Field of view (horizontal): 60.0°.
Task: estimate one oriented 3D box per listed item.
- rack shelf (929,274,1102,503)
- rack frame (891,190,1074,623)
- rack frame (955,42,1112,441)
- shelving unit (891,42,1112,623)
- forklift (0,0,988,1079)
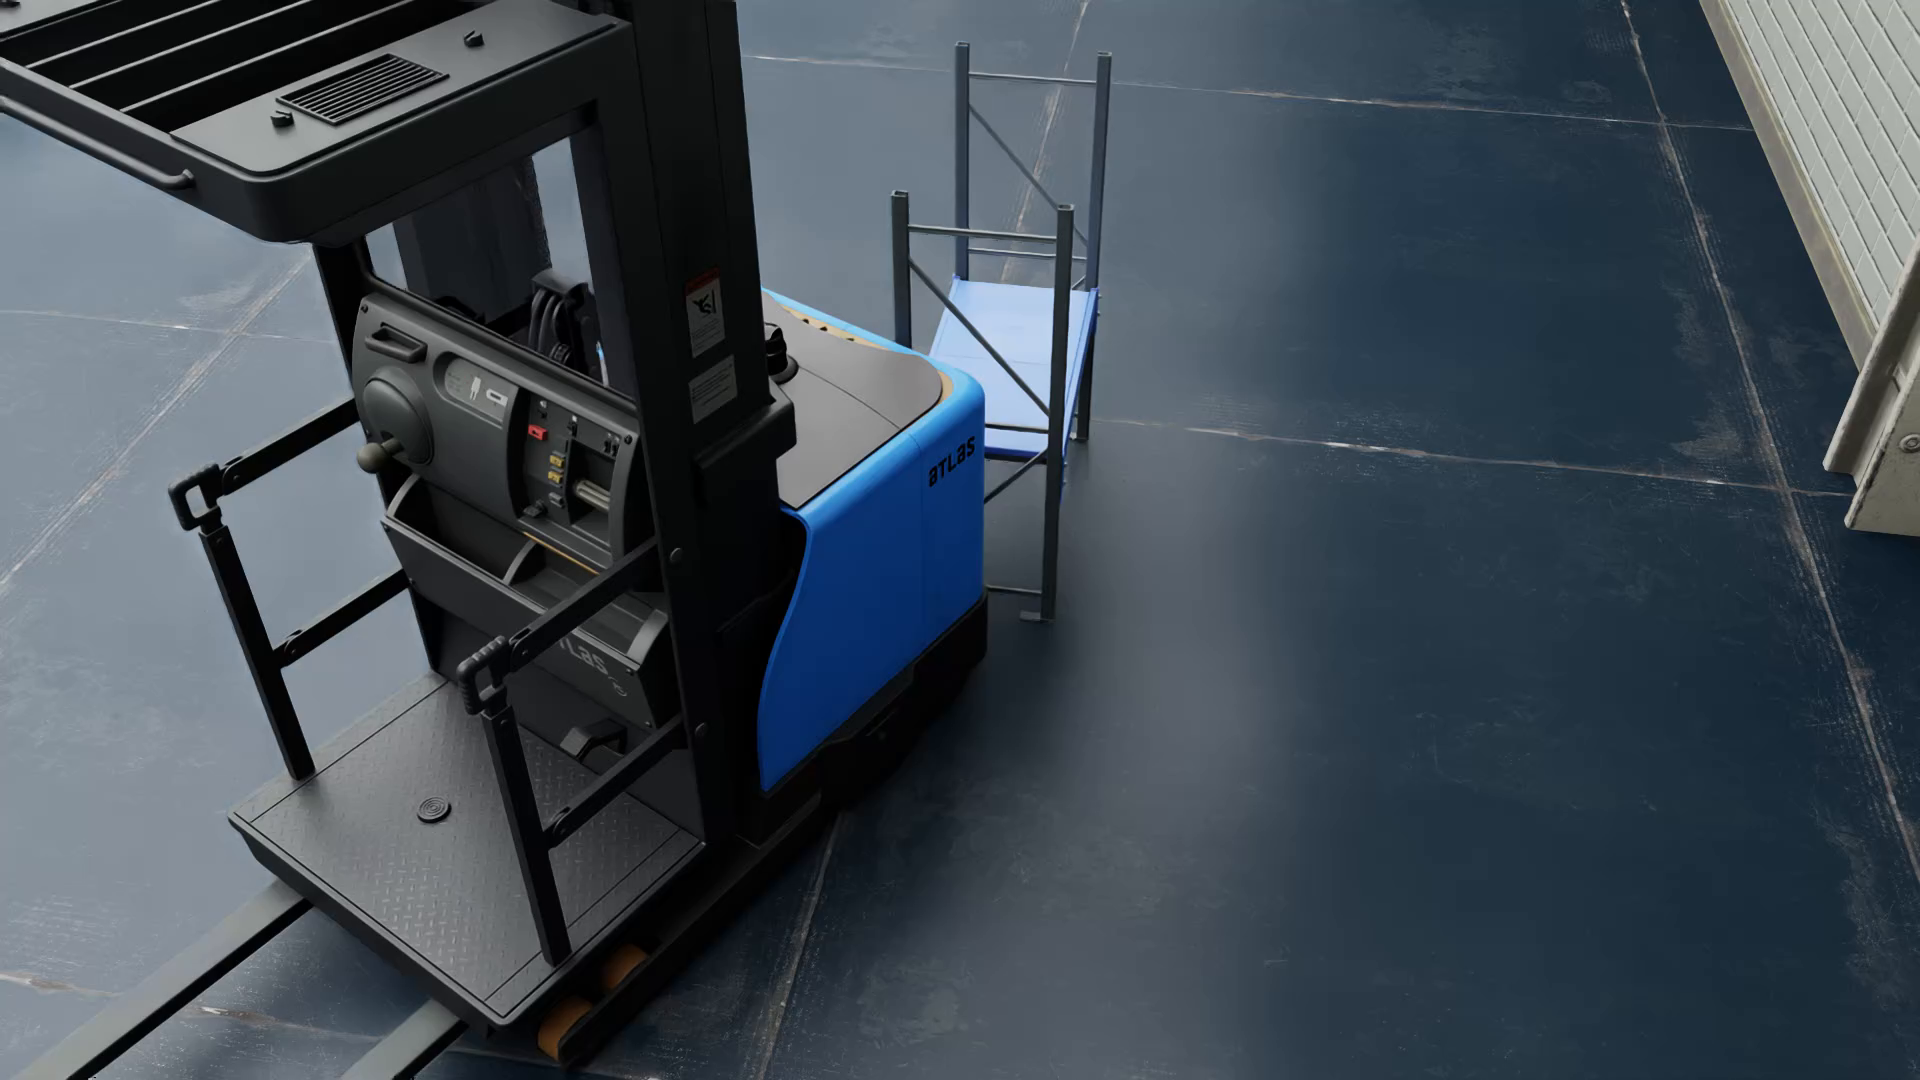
[{"bbox_3d":[0.146,-0.525,5.490,0.538,0.185,1.000,6,40,7],"label":"rack shelf"},{"bbox_3d":[0.060,-0.345,4.990,0.500,1.500,0.032,6,40,7],"label":"rack frame"},{"bbox_3d":[0.232,-0.983,5.762,0.500,1.500,0.032,6,40,7],"label":"rack frame"},{"bbox_3d":[0.146,-0.664,5.376,0.538,1.500,1.048,6,40,7],"label":"shelving unit"},{"bbox_3d":[-1.199,-0.179,3.666,1.130,2.935,3.031,25,46,27],"label":"forklift"}]
